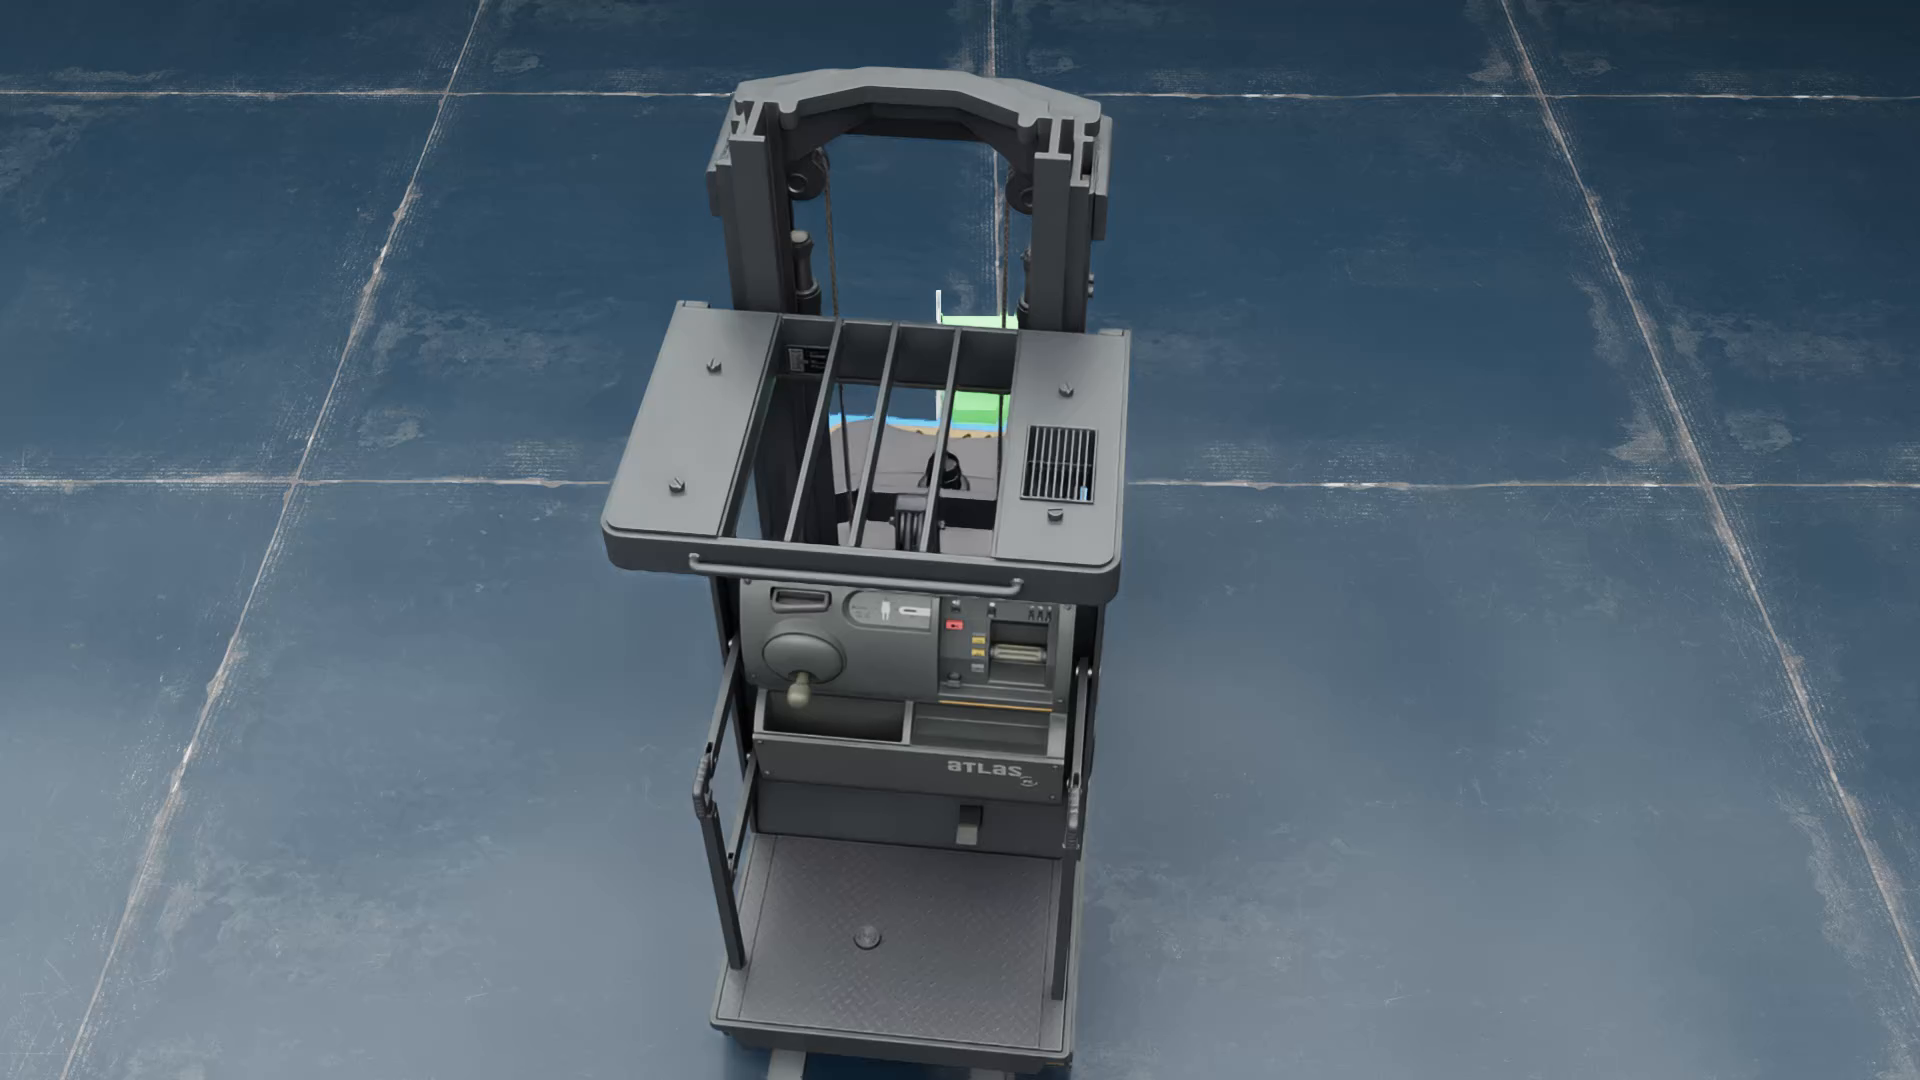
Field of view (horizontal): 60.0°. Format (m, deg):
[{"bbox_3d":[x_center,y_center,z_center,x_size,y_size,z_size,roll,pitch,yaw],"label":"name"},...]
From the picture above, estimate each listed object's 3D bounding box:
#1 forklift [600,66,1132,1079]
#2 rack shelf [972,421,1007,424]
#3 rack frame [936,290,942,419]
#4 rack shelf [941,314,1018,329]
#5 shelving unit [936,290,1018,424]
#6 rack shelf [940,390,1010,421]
[{"bbox_3d":[-0.168,0.391,4.465,1.130,2.935,3.031,4,47,4],"label":"forklift"},{"bbox_3d":[0.166,-0.365,6.438,0.480,0.148,0.258,0,47,0],"label":"rack shelf"},{"bbox_3d":[-0.078,-0.409,6.392,0.015,1.200,0.240,0,47,0],"label":"rack frame"},{"bbox_3d":[0.166,-0.692,6.087,0.480,0.148,0.258,0,47,0],"label":"rack shelf"},{"bbox_3d":[0.166,-0.408,6.391,0.503,1.200,0.258,0,47,0],"label":"shelving unit"},{"bbox_3d":[0.166,-0.528,6.262,0.480,0.148,0.258,0,47,0],"label":"rack shelf"}]
